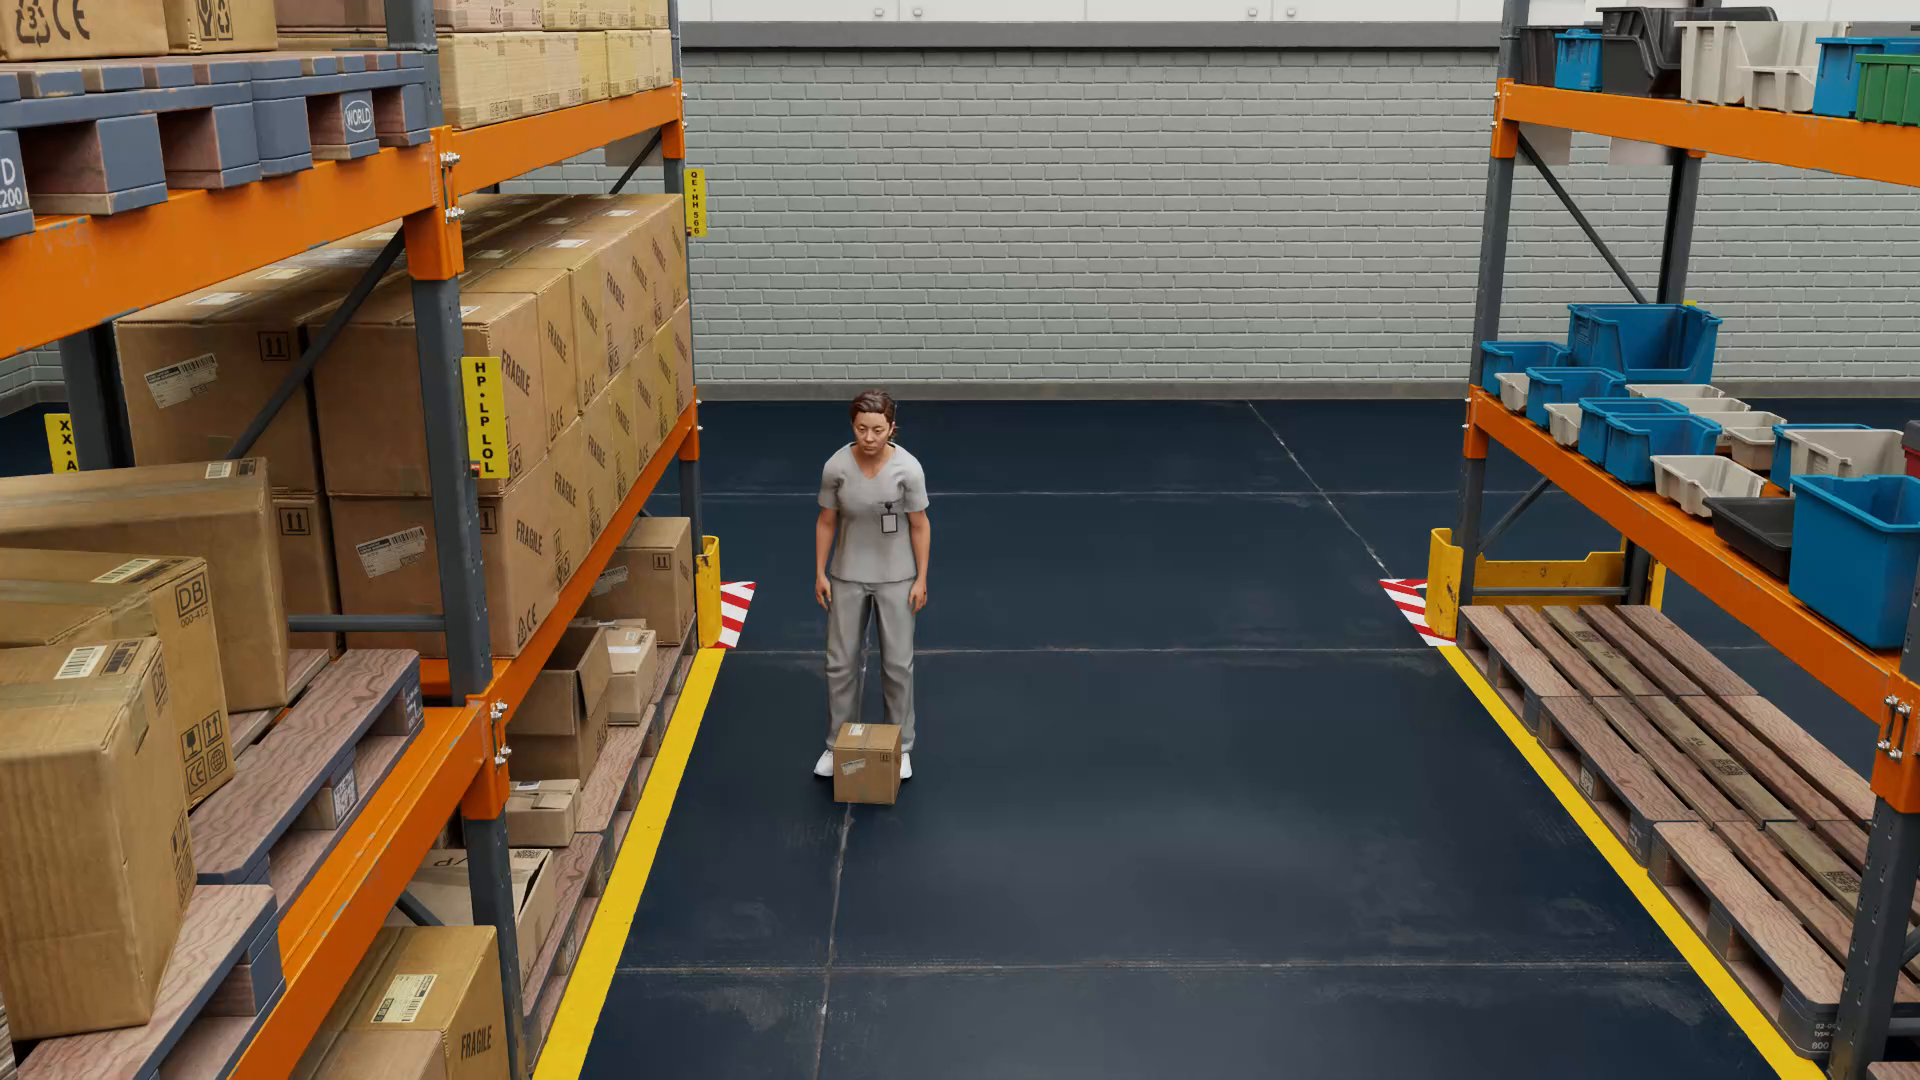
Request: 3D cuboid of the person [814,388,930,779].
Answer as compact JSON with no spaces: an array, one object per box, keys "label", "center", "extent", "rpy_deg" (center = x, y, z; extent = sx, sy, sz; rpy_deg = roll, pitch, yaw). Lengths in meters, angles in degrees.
[{"label":"person","center":[-0.370,0.179,6.970],"extent":[0.488,1.672,0.361],"rpy_deg":[1,17,5]}]
